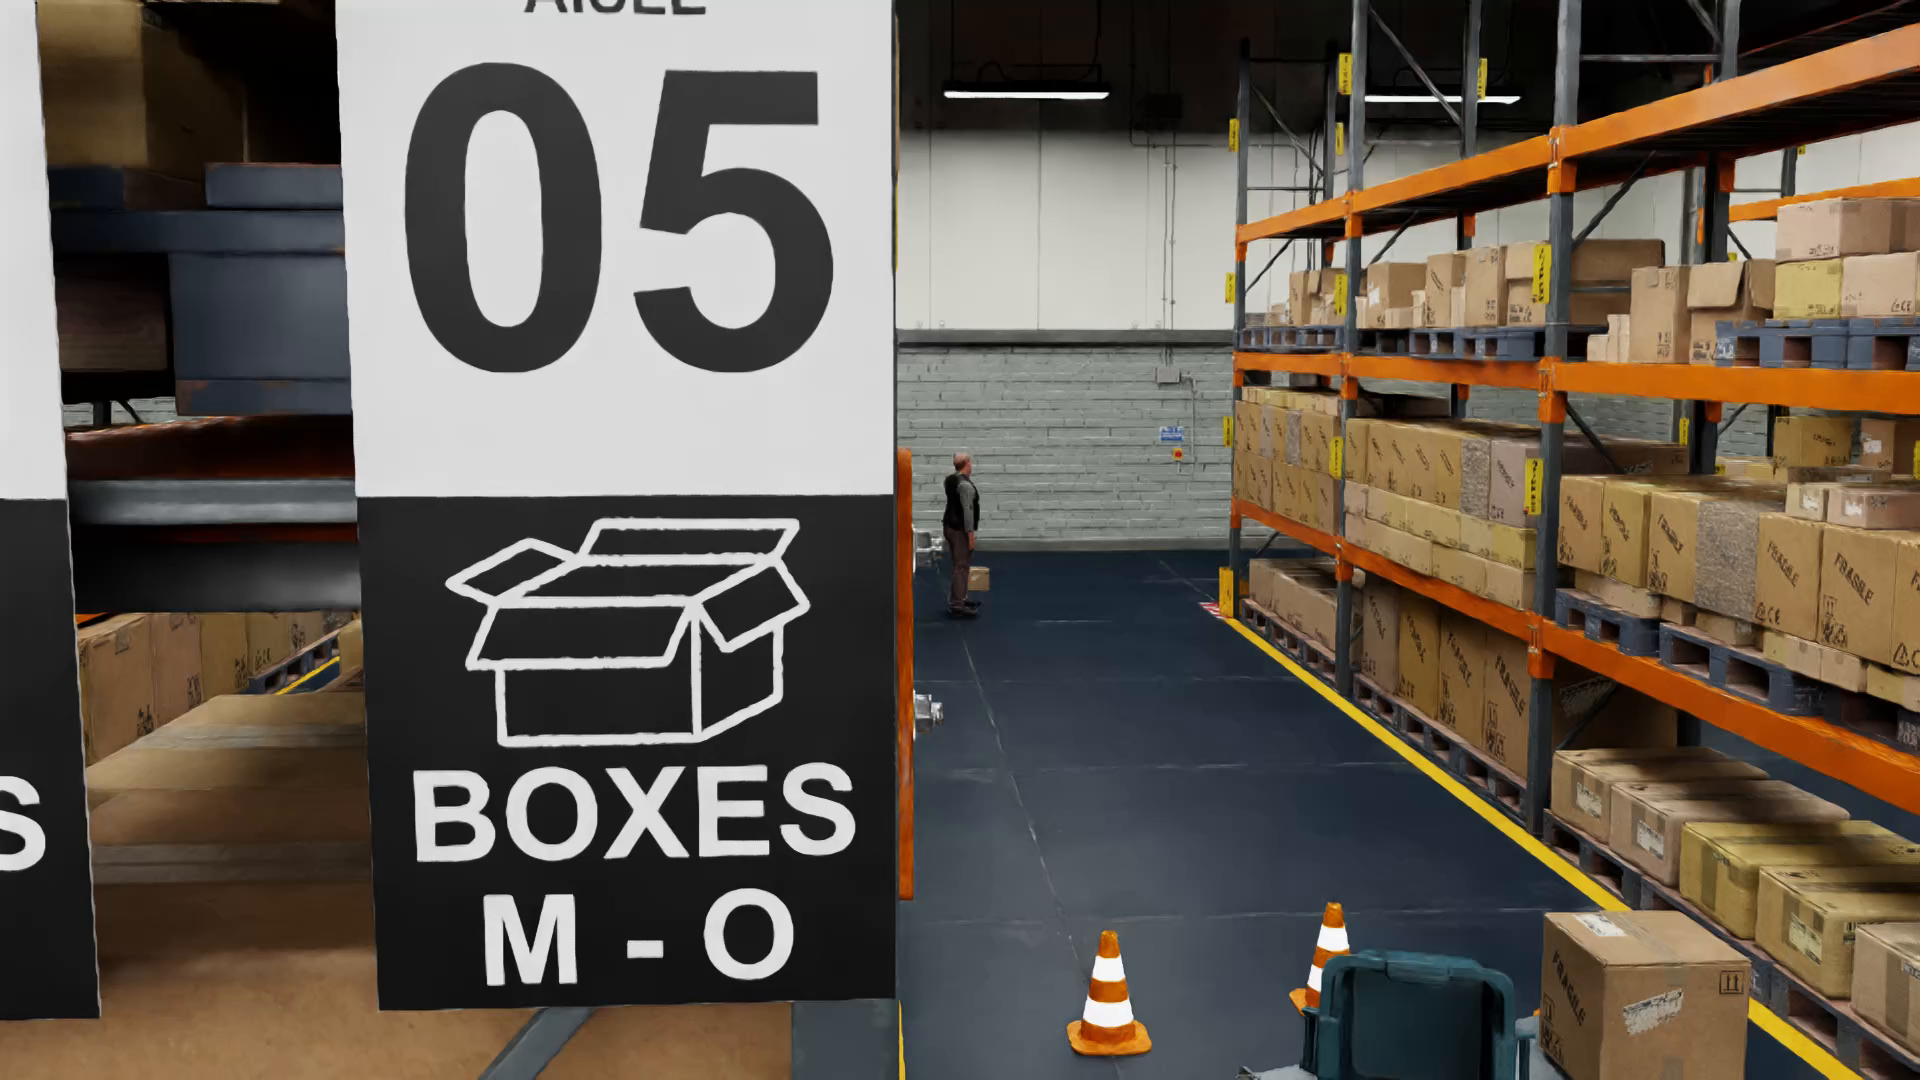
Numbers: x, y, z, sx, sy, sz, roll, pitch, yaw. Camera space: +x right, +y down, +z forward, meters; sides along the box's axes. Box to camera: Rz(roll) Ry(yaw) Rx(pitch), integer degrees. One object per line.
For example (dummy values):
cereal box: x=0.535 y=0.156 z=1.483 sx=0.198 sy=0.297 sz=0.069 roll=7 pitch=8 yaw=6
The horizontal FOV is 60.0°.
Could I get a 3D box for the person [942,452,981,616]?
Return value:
person: x=0.064 y=-0.082 z=17.804 sx=0.470 sy=1.730 sz=0.588 roll=-2 pitch=7 yaw=-20
